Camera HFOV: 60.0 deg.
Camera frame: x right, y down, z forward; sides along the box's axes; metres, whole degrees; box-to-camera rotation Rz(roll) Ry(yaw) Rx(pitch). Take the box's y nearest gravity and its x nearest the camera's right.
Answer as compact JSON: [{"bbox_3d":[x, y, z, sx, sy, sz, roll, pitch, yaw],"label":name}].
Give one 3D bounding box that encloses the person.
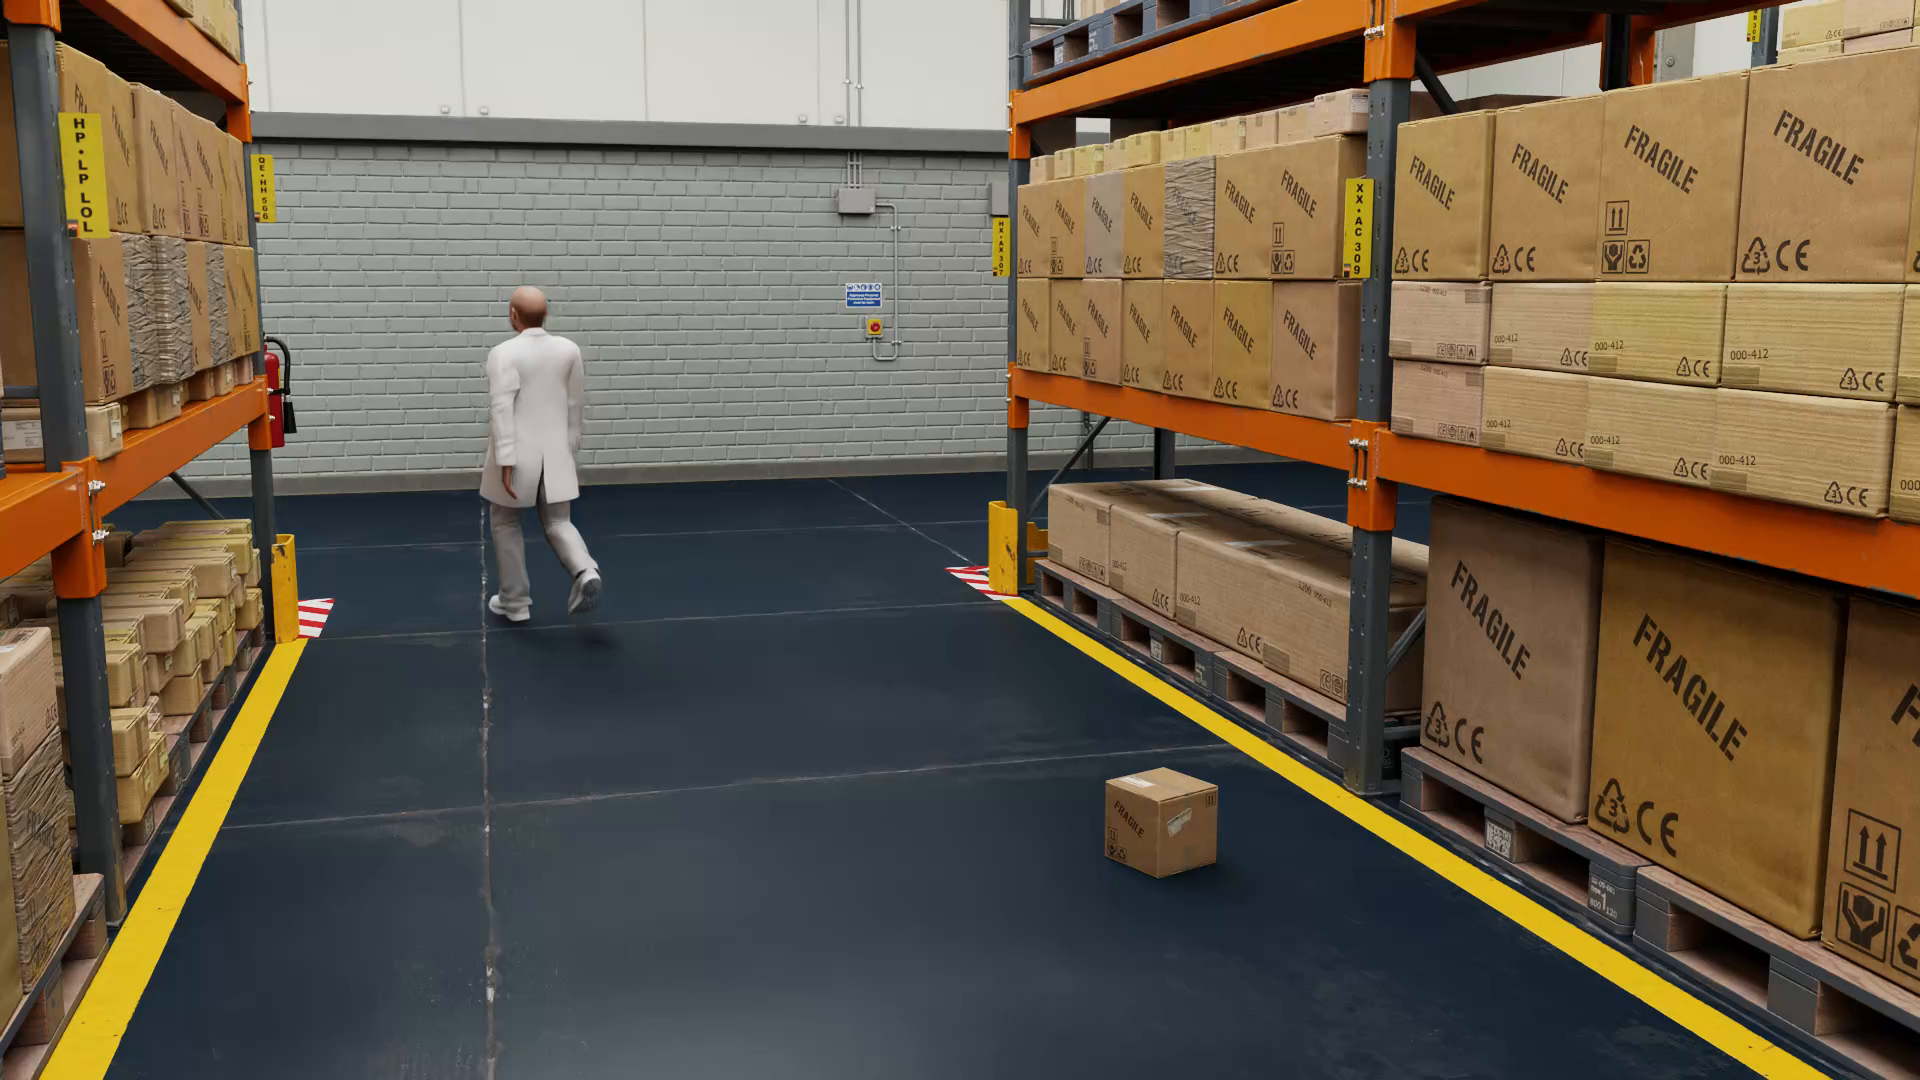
[{"bbox_3d":[-2.174,-0.429,8.577,0.560,1.745,0.949,-7,12,-39],"label":"person"}]
